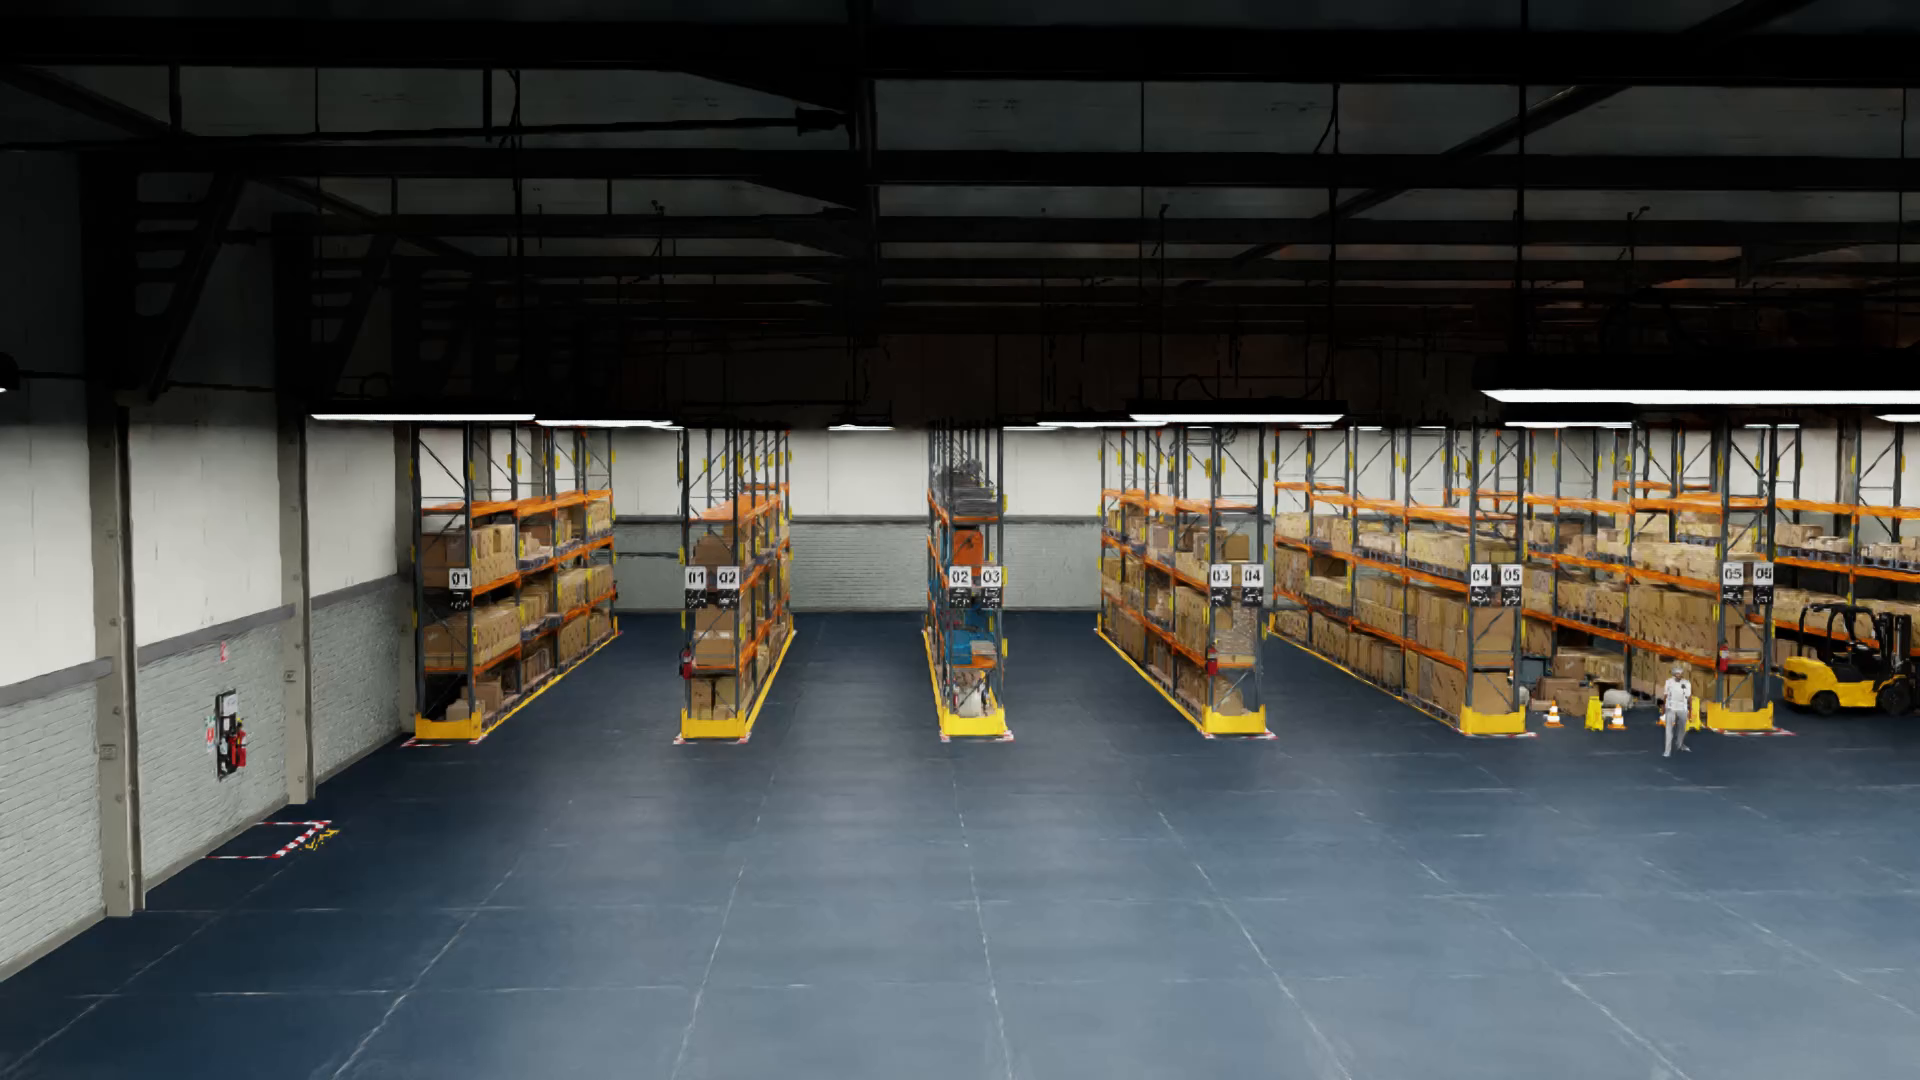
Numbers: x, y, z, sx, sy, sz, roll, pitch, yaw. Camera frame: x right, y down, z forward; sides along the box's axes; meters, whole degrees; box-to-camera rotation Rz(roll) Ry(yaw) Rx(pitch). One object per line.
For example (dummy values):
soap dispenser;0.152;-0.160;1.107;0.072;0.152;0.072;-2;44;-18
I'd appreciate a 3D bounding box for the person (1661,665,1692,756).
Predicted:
person;12.696;2.993;29.433;0.498;1.617;0.944;1;4;20

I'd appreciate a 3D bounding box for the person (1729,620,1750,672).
person;16.668;2.509;35.520;0.450;1.768;0.584;-3;5;-34
